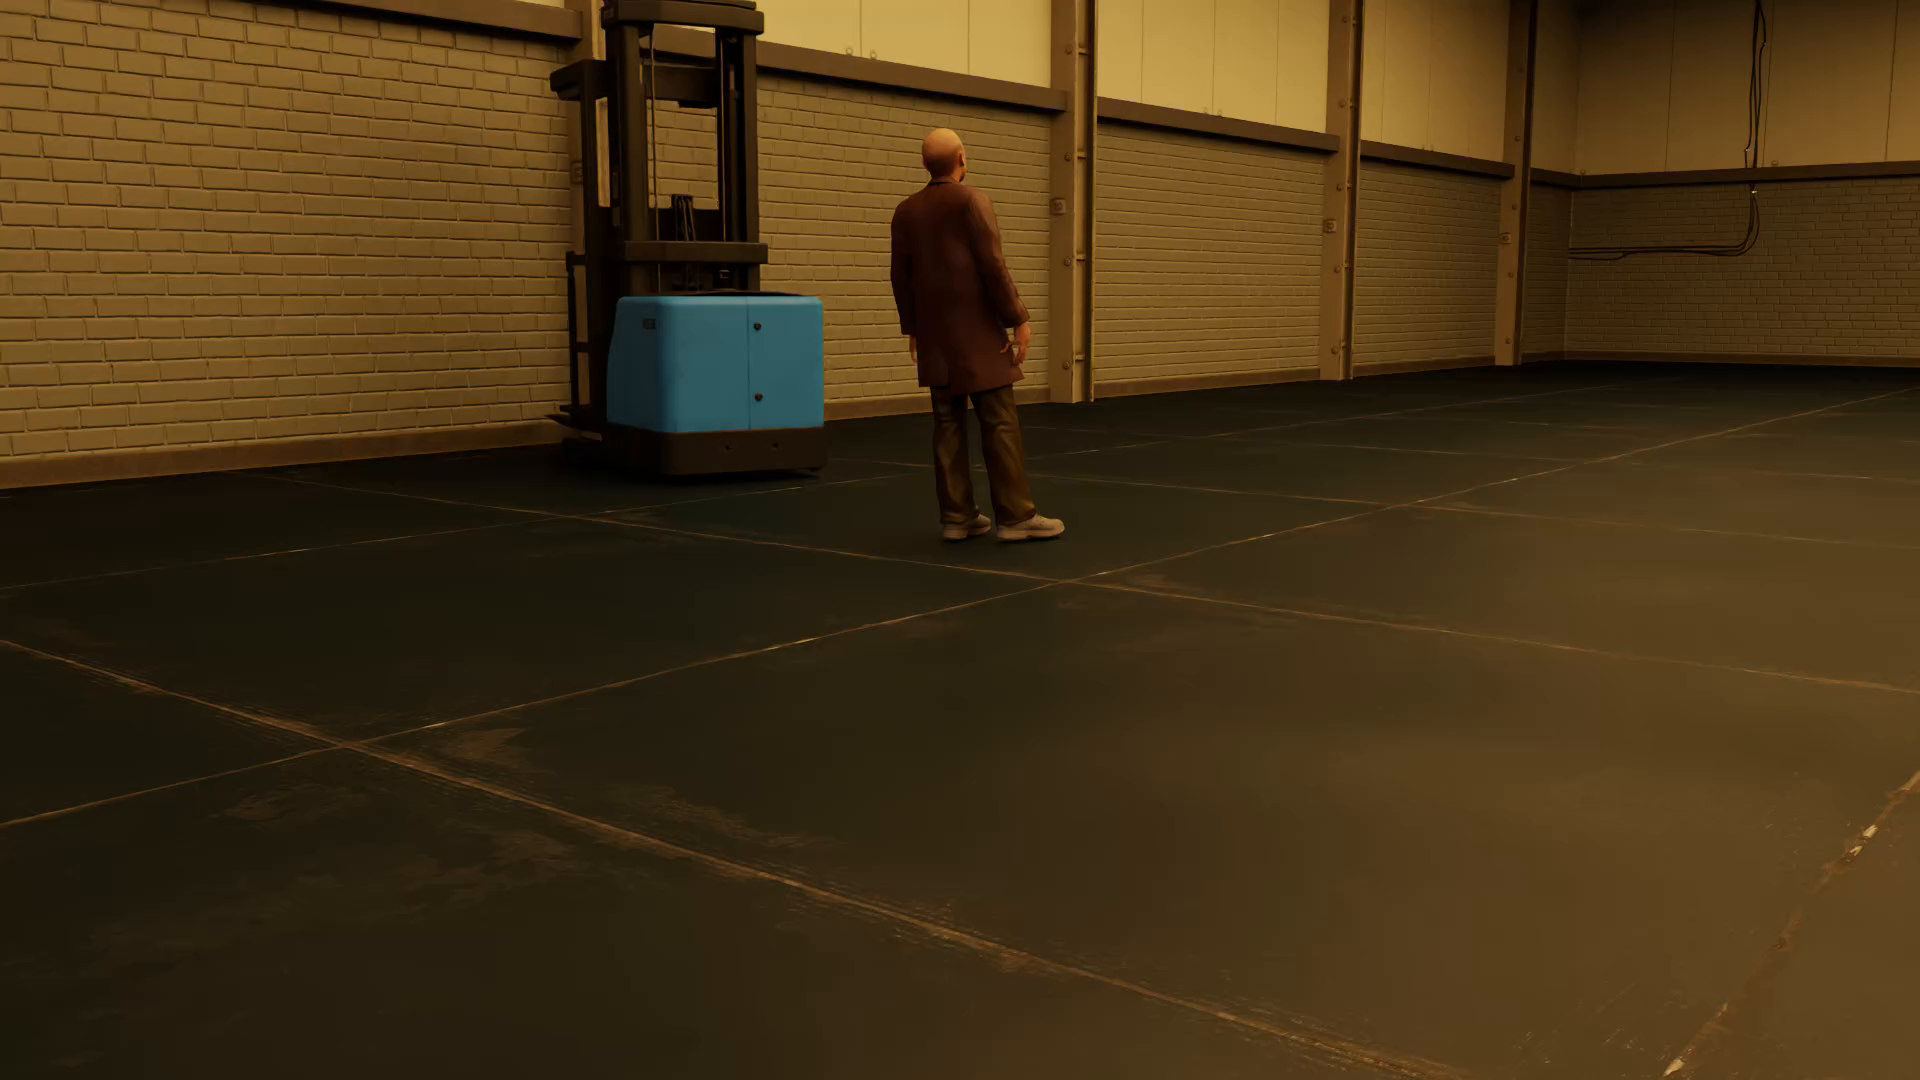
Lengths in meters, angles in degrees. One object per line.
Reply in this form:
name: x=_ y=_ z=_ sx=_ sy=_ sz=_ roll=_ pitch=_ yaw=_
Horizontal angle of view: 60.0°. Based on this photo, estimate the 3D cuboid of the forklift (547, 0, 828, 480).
forklift: x=-1.954 y=-1.968 z=10.729 sx=1.130 sy=2.935 sz=3.031 roll=-5 pitch=10 yaw=-29

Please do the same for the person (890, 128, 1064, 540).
person: x=0.061 y=-0.897 z=7.344 sx=0.698 sy=1.778 sz=0.579 roll=7 pitch=11 yaw=38
